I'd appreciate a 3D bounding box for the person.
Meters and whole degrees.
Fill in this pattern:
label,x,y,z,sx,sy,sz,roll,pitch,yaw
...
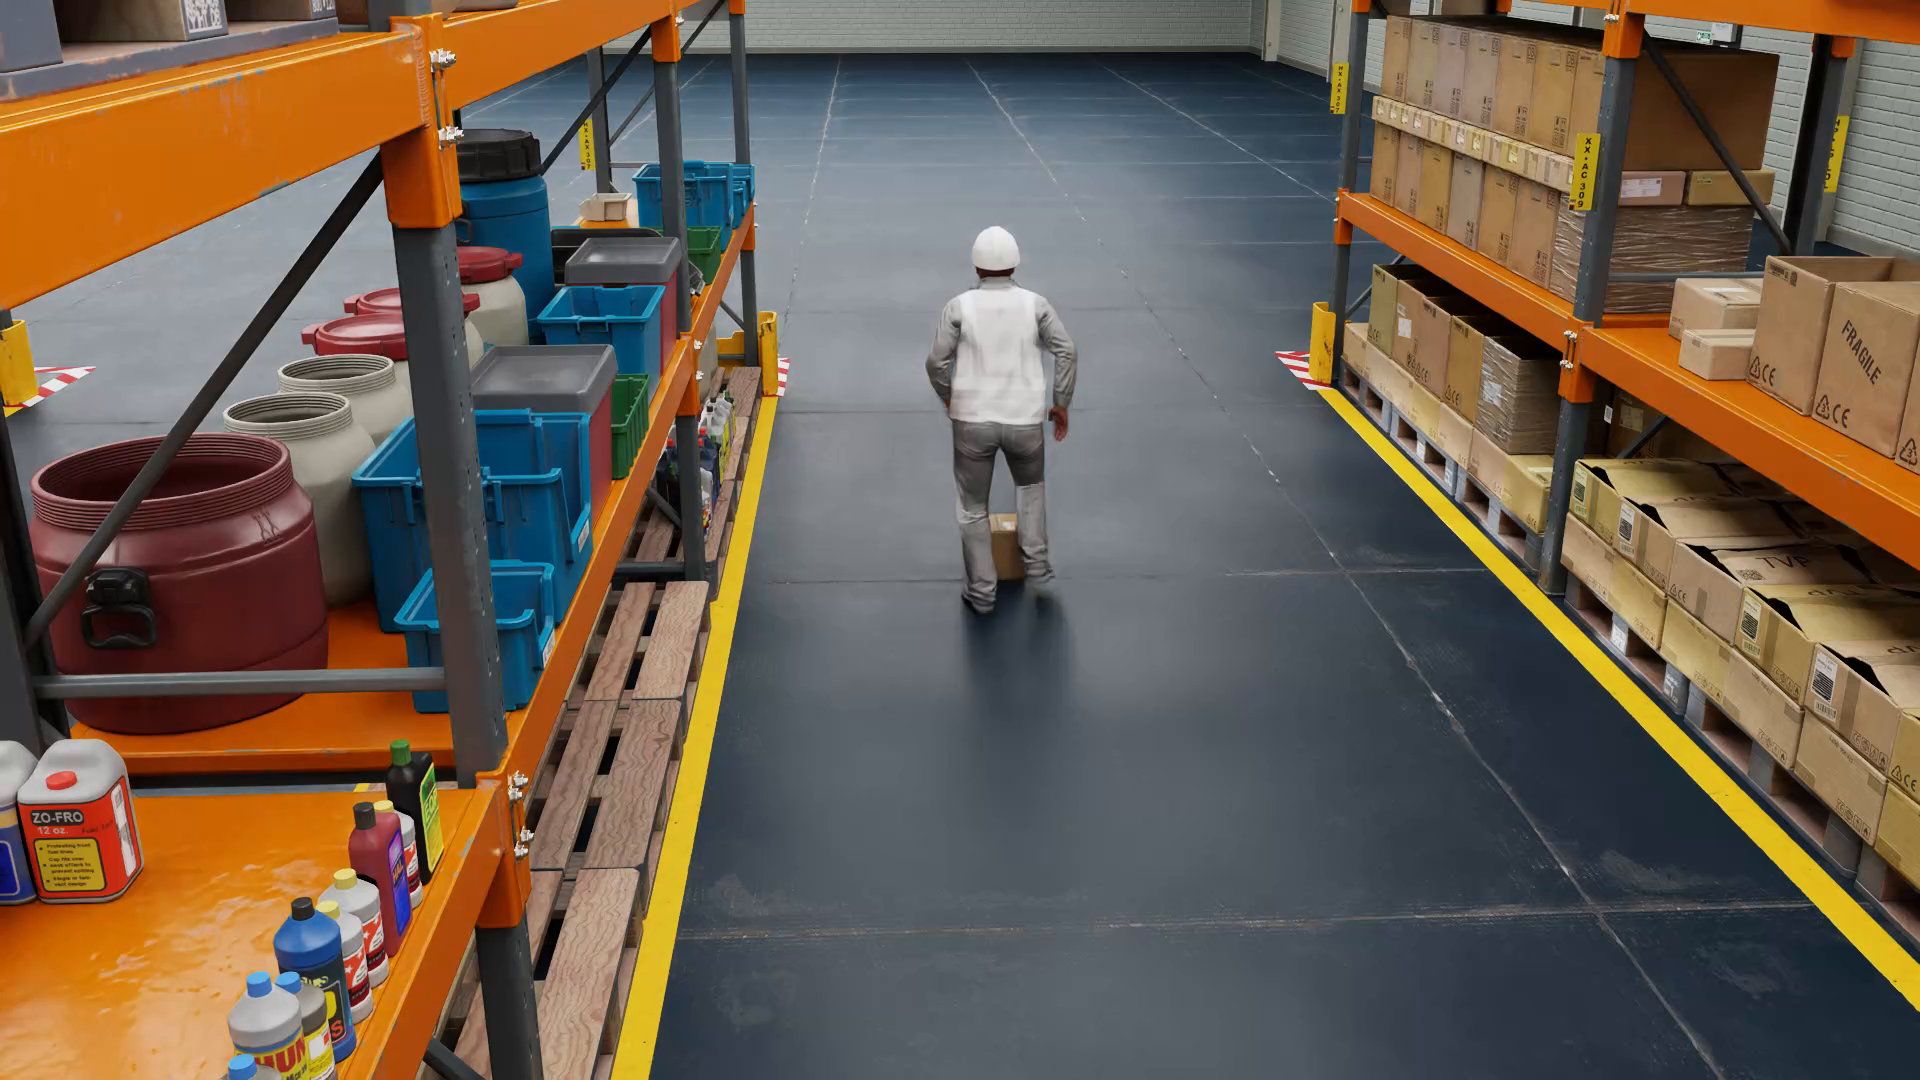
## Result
label,x,y,z,sx,sy,sz,roll,pitch,yaw
person,0.182,-0.608,7.789,0.674,1.693,0.827,-3,20,-8
